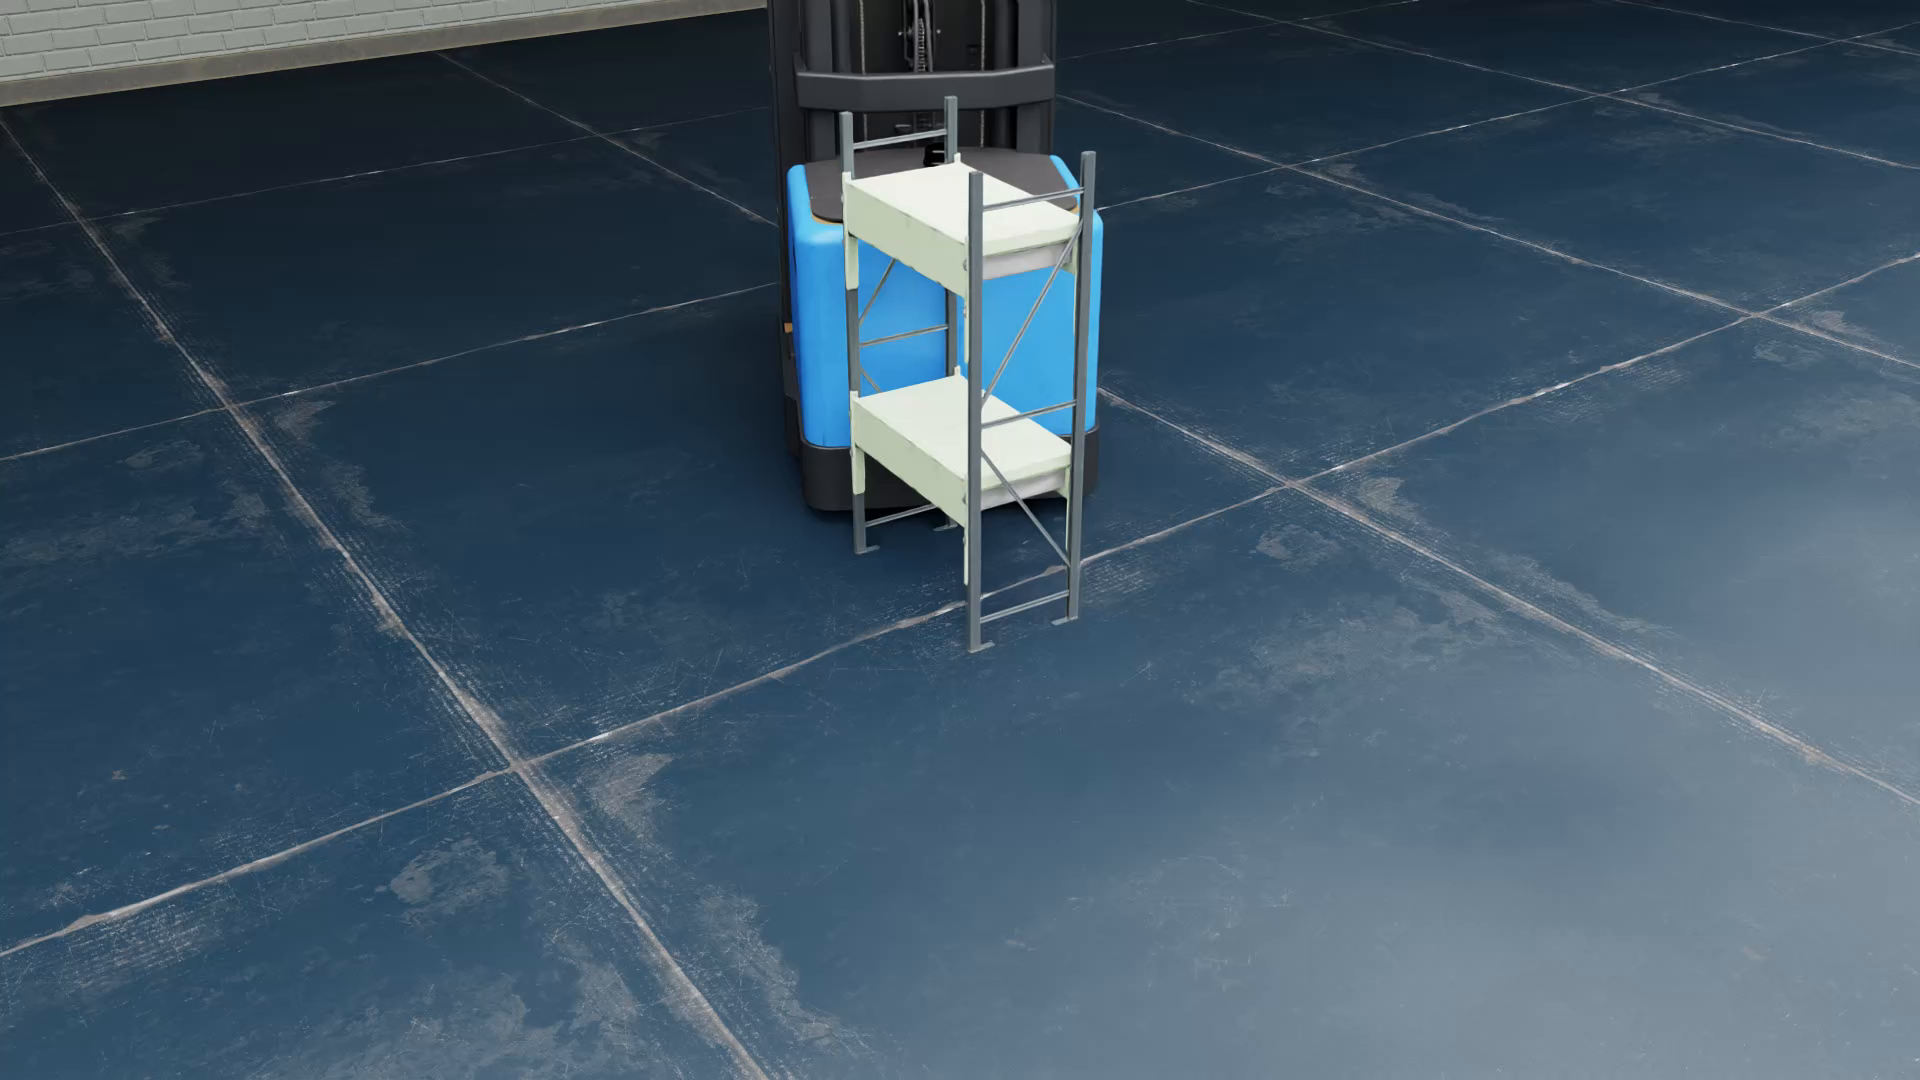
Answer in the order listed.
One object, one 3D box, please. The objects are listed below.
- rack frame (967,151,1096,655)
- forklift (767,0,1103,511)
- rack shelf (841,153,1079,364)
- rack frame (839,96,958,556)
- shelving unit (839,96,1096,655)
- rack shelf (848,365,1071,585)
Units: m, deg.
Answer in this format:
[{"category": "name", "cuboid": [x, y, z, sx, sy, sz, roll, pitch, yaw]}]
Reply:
[{"category": "rack frame", "cuboid": [0.198, -0.361, 4.842, 0.400, 1.500, 0.023, -16, 32, -27]}, {"category": "forklift", "cuboid": [-0.212, -2.068, 6.486, 1.130, 2.935, 3.031, -4, 29, -6]}, {"category": "rack shelf", "cuboid": [0.007, -0.853, 4.931, 0.431, 0.370, 0.720, -16, 32, -27]}, {"category": "rack frame", "cuboid": [-0.184, -0.659, 5.391, 0.400, 1.500, 0.023, -16, 32, -27]}, {"category": "shelving unit", "cuboid": [0.007, -0.510, 5.117, 0.431, 1.500, 0.755, -16, 32, -27]}, {"category": "rack shelf", "cuboid": [0.007, -0.223, 5.273, 0.431, 0.370, 0.720, -16, 32, -27]}]
